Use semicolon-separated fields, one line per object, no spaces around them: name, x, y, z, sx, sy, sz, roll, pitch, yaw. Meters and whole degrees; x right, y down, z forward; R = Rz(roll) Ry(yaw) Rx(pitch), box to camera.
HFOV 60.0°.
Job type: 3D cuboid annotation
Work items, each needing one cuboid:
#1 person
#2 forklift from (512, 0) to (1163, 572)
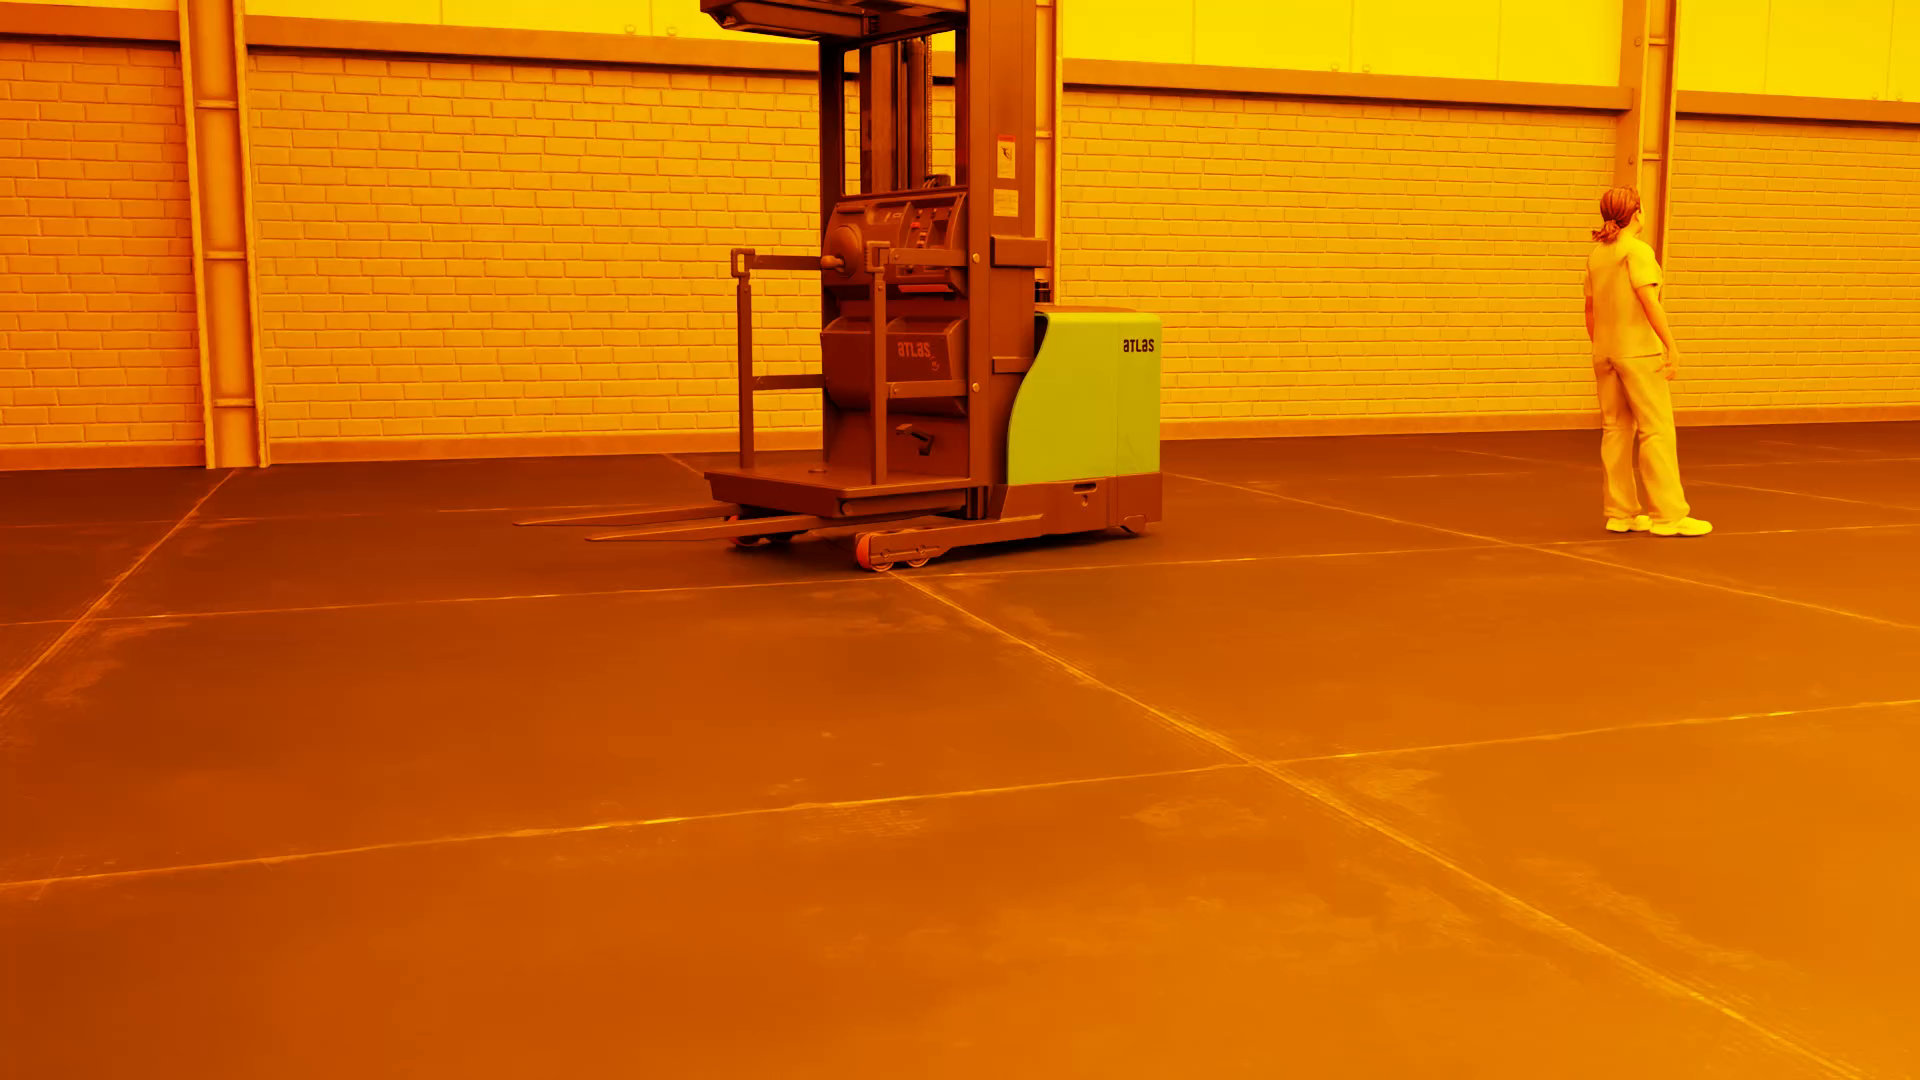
person;3.312;-0.874;8.093;0.545;1.676;0.543;-3;8;-18
forklift;-0.461;-1.399;7.333;3.031;2.935;1.130;-7;10;-40
